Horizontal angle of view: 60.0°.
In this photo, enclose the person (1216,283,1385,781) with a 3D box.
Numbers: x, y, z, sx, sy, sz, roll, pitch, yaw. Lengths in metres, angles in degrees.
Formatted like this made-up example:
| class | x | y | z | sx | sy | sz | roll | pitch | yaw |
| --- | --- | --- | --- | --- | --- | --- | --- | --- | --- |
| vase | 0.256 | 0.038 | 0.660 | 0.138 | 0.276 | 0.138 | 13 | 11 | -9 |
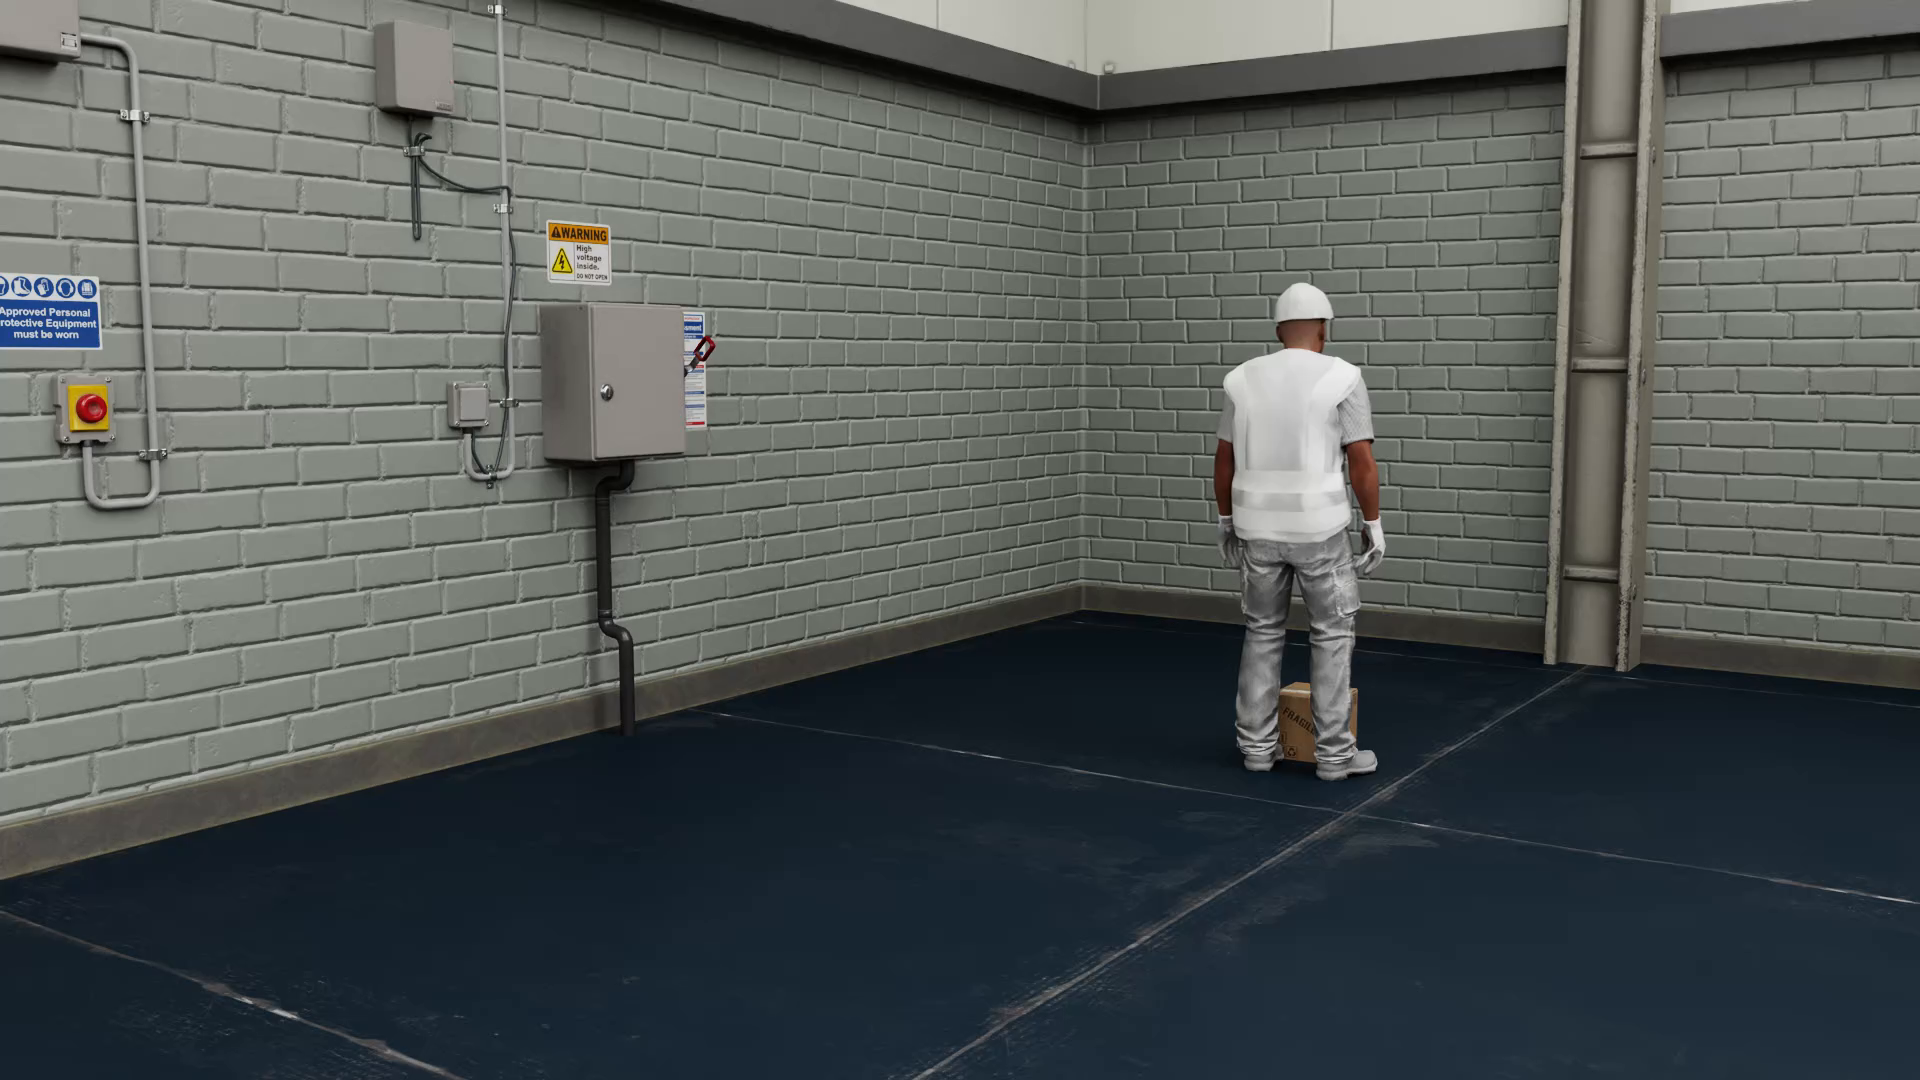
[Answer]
| class | x | y | z | sx | sy | sz | roll | pitch | yaw |
| --- | --- | --- | --- | --- | --- | --- | --- | --- | --- |
| person | 1.231 | -0.040 | 6.040 | 0.620 | 1.774 | 0.453 | 4 | 7 | 33 |
